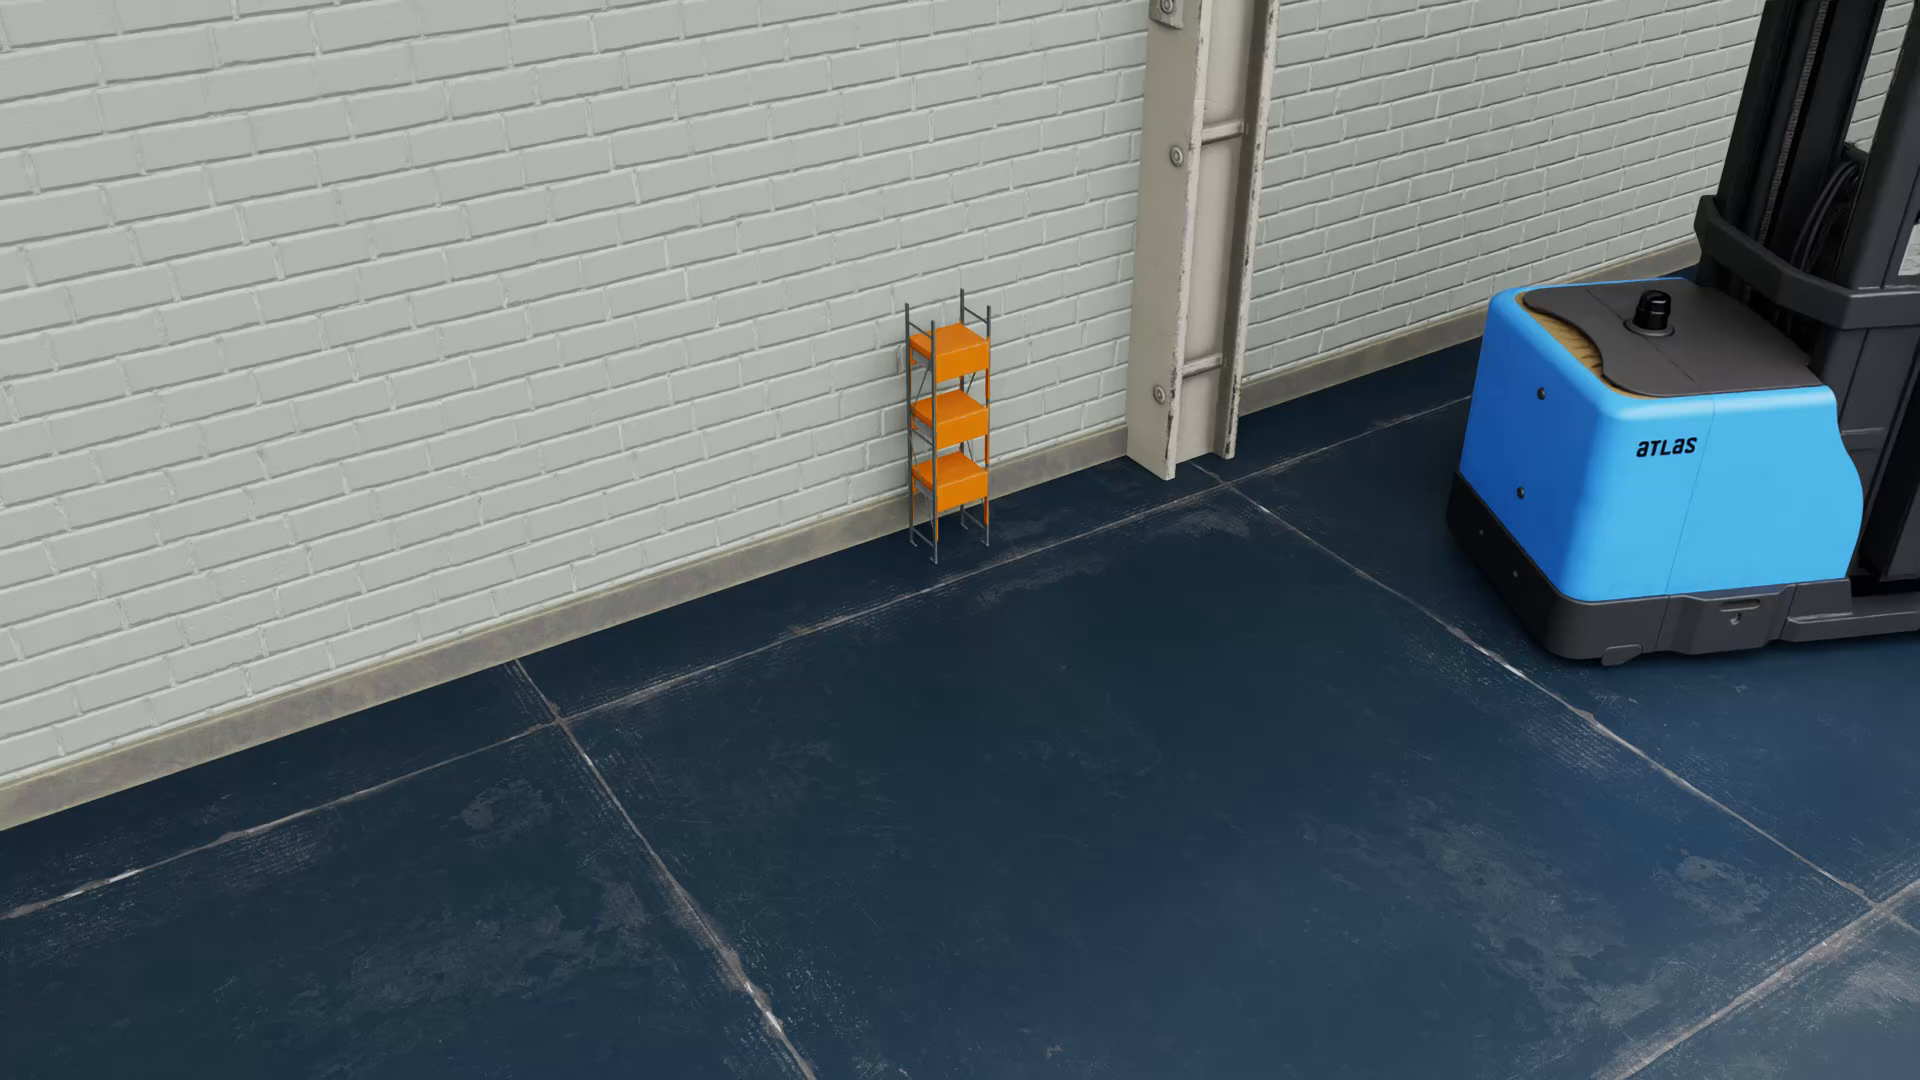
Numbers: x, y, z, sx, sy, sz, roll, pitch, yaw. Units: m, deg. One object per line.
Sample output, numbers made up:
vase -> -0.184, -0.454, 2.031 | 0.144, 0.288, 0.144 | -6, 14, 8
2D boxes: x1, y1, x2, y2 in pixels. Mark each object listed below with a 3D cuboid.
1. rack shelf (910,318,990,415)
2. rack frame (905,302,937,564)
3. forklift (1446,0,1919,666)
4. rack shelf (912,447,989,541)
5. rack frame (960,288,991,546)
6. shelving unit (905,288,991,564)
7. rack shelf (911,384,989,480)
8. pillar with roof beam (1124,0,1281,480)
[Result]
rack shelf -> -0.045, -0.660, 6.300 | 0.240, 0.259, 0.215 | -19, 37, -27
rack frame -> -0.147, -0.393, 6.389 | 0.008, 1.050, 0.200 | -19, 37, -27
forklift -> 3.531, -1.148, 5.823 | 3.031, 2.935, 1.130 | -5, 33, -8
rack shelf -> -0.045, -0.185, 6.599 | 0.240, 0.259, 0.215 | -19, 37, -27
rack frame -> 0.058, -0.464, 6.501 | 0.008, 1.050, 0.200 | -19, 37, -27
shelving unit -> -0.045, -0.429, 6.445 | 0.252, 1.050, 0.215 | -19, 37, -27
rack shelf -> -0.045, -0.420, 6.451 | 0.240, 0.259, 0.215 | -19, 37, -27
pillar with roof beam -> 3.299, -2.257, 1.894 | 0.400, 9.000, 9.100 | -19, 37, -27
